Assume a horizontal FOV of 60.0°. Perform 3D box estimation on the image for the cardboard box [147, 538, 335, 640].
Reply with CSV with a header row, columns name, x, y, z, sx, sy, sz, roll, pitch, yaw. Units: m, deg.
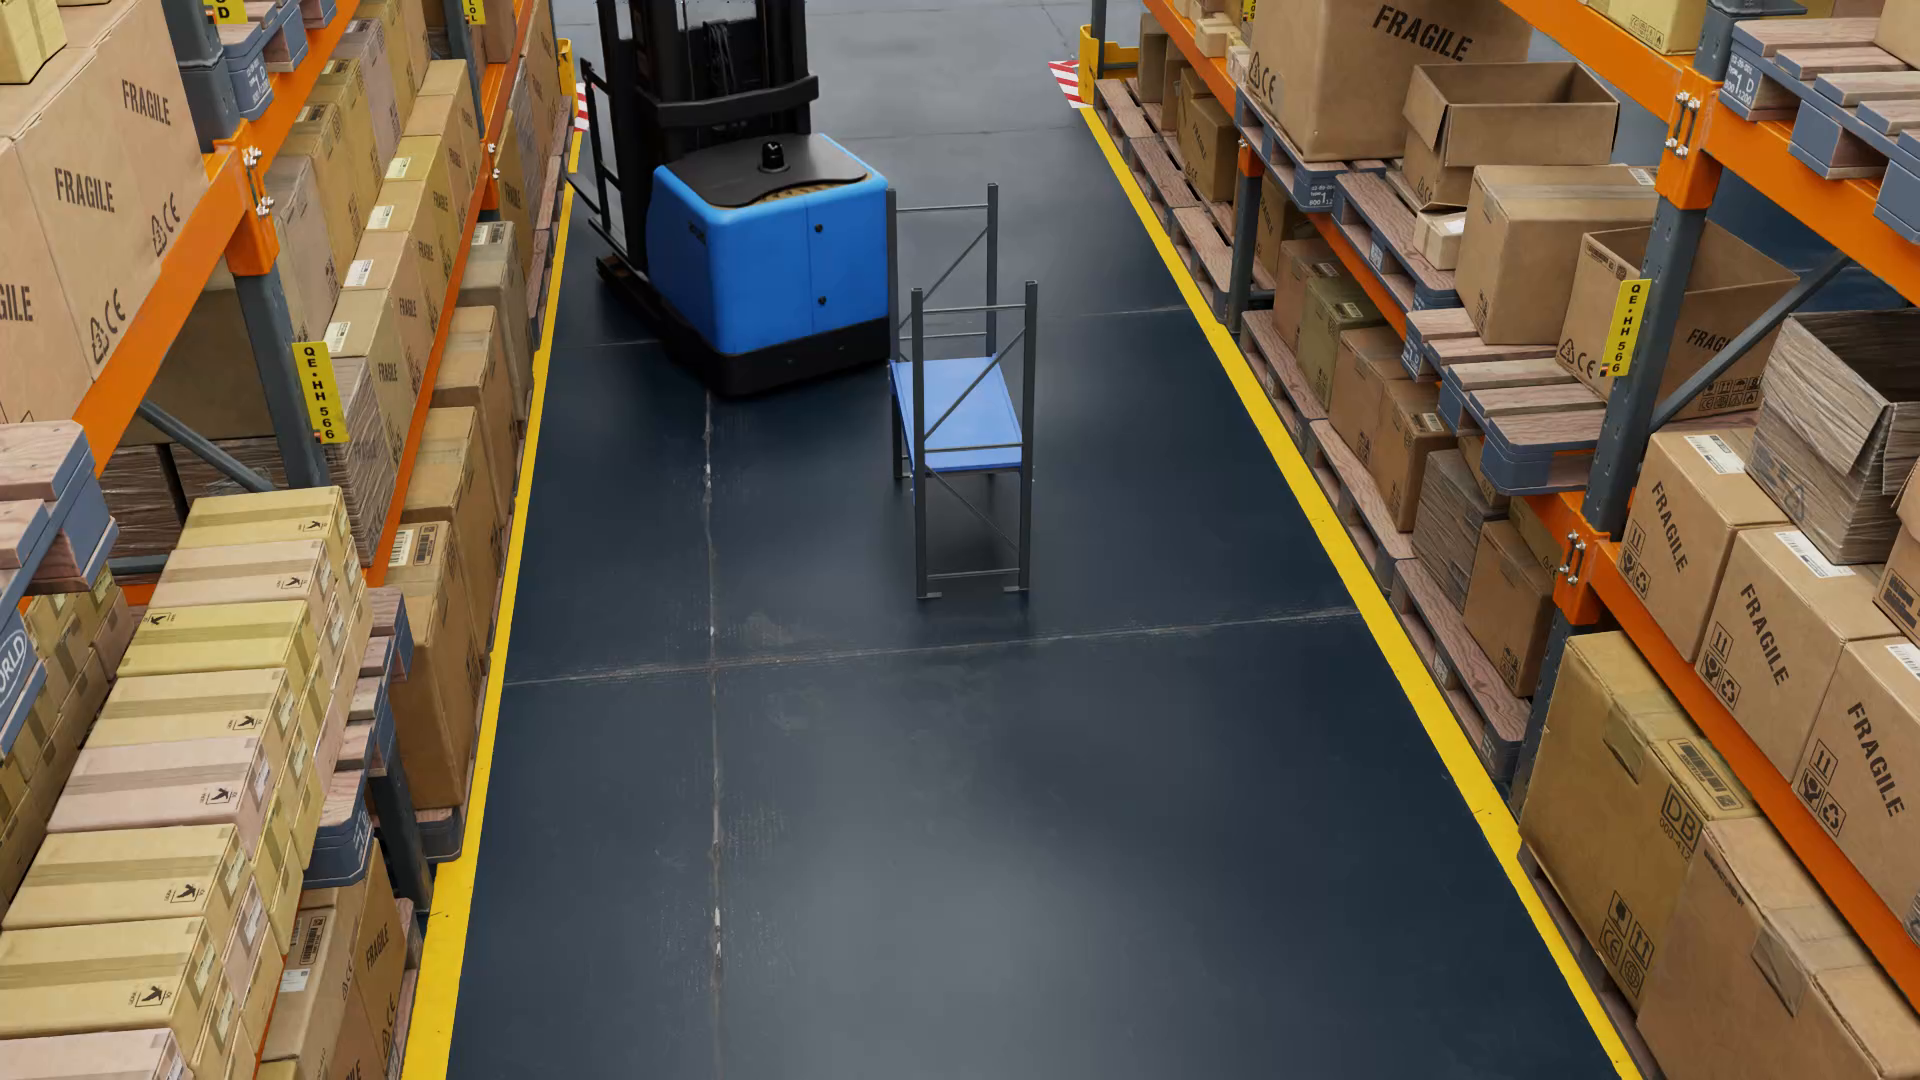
name,x,y,z,sx,sy,sz,roll,pitch,yaw
cardboard box,-1.809,0.138,4.206,0.380,0.149,0.250,-5,35,-7

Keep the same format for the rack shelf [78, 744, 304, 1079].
name,x,y,z,sx,sy,sz,roll,pitch,yaw
rack shelf,-2.092,1.488,3.542,1.077,0.370,4.000,-4,35,-6

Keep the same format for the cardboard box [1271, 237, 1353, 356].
name,x,y,z,sx,sy,sz,roll,pitch,yaw
cardboard box,2.091,-1.281,8.796,0.700,0.500,0.500,-7,35,-10

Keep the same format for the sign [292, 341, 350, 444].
name,x,y,z,sx,sy,sz,roll,pitch,yaw
sign,-1.825,-0.417,4.741,0.100,0.325,0.005,-4,35,-6

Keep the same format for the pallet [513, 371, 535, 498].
name,x,y,z,sx,sy,sz,roll,pitch,yaw
pallet,-2.721,-0.580,8.414,1.003,0.211,1.213,-4,35,-6

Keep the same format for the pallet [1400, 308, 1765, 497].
name,x,y,z,sx,sy,sz,roll,pitch,yaw
pallet,2.366,-0.555,6.071,1.213,0.211,1.003,-4,35,-6

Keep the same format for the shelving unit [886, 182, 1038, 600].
name,x,y,z,sx,sy,sz,roll,pitch,yaw
shelving unit,-0.011,-0.667,7.397,0.538,1.500,1.048,-4,35,-6

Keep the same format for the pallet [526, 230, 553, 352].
name,x,y,z,sx,sy,sz,roll,pitch,yaw
pallet,-2.924,-1.435,9.669,1.003,0.211,1.213,-4,35,-6

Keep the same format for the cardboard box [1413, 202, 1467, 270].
name,x,y,z,sx,sy,sz,roll,pitch,yaw
cardboard box,2.076,-1.273,6.700,0.396,0.266,0.258,-5,35,-8

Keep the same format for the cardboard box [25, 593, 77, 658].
name,x,y,z,sx,sy,sz,roll,pitch,yaw
cardboard box,-2.452,0.181,4.142,0.380,0.149,0.250,-5,35,-8

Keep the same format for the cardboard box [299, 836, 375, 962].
name,x,y,z,sx,sy,sz,roll,pitch,yaw
cardboard box,-2.009,0.986,4.821,0.500,0.250,0.500,-5,35,-8

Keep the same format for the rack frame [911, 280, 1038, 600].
name,x,y,z,sx,sy,sz,roll,pitch,yaw
rack frame,0.057,-0.384,6.981,0.500,1.500,0.032,-4,35,-6

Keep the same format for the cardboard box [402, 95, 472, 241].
name,x,y,z,sx,sy,sz,roll,pitch,yaw
cardboard box,-2.496,-1.646,7.413,0.500,0.500,0.500,-5,35,-7

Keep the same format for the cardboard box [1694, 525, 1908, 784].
name,x,y,z,sx,sy,sz,roll,pitch,yaw
cardboard box,2.435,0.293,4.567,0.500,0.500,0.500,-5,35,-8

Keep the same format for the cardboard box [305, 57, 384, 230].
name,x,y,z,sx,sy,sz,roll,pitch,yaw
cardboard box,-2.621,-1.485,6.288,0.700,0.500,0.500,-5,35,-7

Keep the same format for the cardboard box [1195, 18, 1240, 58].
name,x,y,z,sx,sy,sz,roll,pitch,yaw
cardboard box,1.567,-2.886,9.544,0.380,0.149,0.250,-4,35,-6

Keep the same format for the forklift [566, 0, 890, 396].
name,x,y,z,sx,sy,sz,roll,pitch,yaw
forklift,-1.525,-2.772,9.215,1.130,2.935,3.031,-18,38,-24

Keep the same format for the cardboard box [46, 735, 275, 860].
name,x,y,z,sx,sy,sz,roll,pitch,yaw
cardboard box,-1.708,0.568,3.575,0.380,0.149,0.250,-4,35,-6

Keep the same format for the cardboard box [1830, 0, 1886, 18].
name,x,y,z,sx,sy,sz,roll,pitch,yaw
cardboard box,2.756,-1.704,5.056,0.500,0.250,0.500,-4,34,-6

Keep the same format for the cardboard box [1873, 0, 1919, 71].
name,x,y,z,sx,sy,sz,roll,pitch,yaw
cardboard box,2.721,-1.365,3.962,0.797,0.503,0.637,-2,34,-4

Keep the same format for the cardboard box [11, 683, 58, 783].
name,x,y,z,sx,sy,sz,roll,pitch,yaw
cardboard box,-2.417,0.467,3.987,0.380,0.149,0.250,-5,35,-8

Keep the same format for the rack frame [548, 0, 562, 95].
name,x,y,z,sx,sy,sz,roll,pitch,yaw
rack frame,-3.437,-4.390,11.528,1.000,3.000,0.127,-4,35,-6

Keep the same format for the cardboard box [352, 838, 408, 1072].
name,x,y,z,sx,sy,sz,roll,pitch,yaw
cardboard box,-2.013,1.281,5.053,0.500,0.500,0.500,-5,35,-7

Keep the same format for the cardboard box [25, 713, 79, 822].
name,x,y,z,sx,sy,sz,roll,pitch,yaw
cardboard box,-2.428,0.570,4.100,0.380,0.149,0.250,-3,34,-4

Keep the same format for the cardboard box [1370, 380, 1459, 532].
name,x,y,z,sx,sy,sz,roll,pitch,yaw
cardboard box,2.287,-0.390,7.488,0.700,0.500,0.500,-2,34,-2

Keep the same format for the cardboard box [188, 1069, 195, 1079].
name,x,y,z,sx,sy,sz,roll,pitch,yaw
cardboard box,-1.602,1.128,3.018,0.380,0.149,0.250,-5,35,-7

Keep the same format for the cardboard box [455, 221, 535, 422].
name,x,y,z,sx,sy,sz,roll,pitch,yaw
cardboard box,-2.726,-1.062,8.269,1.050,0.750,0.750,-5,35,-7

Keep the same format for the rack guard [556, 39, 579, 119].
name,x,y,z,sx,sy,sz,roll,pitch,yaw
rack guard,-3.440,-3.370,12.251,1.175,0.500,0.348,-4,35,-6

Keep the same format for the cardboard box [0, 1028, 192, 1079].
name,x,y,z,sx,sy,sz,roll,pitch,yaw
cardboard box,-1.595,1.015,2.919,0.380,0.149,0.250,-3,34,-5

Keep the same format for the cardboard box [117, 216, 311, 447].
name,x,y,z,sx,sy,sz,roll,pitch,yaw
cardboard box,-2.412,-0.631,5.036,0.700,0.500,0.500,-5,35,-7

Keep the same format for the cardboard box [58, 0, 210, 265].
name,x,y,z,sx,sy,sz,roll,pitch,yaw
cardboard box,-2.032,-0.907,3.665,0.500,0.500,0.500,-4,35,-6

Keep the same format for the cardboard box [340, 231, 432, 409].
name,x,y,z,sx,sy,sz,roll,pitch,yaw
cardboard box,-2.292,-0.803,6.175,0.500,0.500,0.500,-4,35,-6

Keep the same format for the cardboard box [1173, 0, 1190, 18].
name,x,y,z,sx,sy,sz,roll,pitch,yaw
cardboard box,1.522,-3.309,10.165,0.380,0.149,0.250,-4,35,-6

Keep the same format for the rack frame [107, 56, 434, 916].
name,x,y,z,sx,sy,sz,roll,pitch,yaw
rack frame,-2.361,0.075,4.977,1.000,3.000,0.127,-4,35,-6

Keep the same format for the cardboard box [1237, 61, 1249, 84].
name,x,y,z,sx,sy,sz,roll,pitch,yaw
cardboard box,1.709,-2.471,8.935,0.380,0.149,0.250,-4,35,-6

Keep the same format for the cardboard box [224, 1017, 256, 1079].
name,x,y,z,sx,sy,sz,roll,pitch,yaw
cardboard box,-1.632,1.113,3.303,0.380,0.149,0.250,-6,35,-9

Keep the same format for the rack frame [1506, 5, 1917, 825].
name,x,y,z,sx,sy,sz,roll,pitch,yaw
rack frame,2.567,-0.245,5.445,1.000,3.000,0.127,-4,35,-6

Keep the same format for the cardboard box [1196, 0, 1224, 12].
name,x,y,z,sx,sy,sz,roll,pitch,yaw
cardboard box,1.831,-3.450,9.796,0.875,0.500,0.500,-4,35,-6

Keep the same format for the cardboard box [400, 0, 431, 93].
name,x,y,z,sx,sy,sz,roll,pitch,yaw
cardboard box,-2.826,-2.335,7.537,0.700,0.500,0.500,-5,35,-7

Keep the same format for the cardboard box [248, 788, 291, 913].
name,x,y,z,sx,sy,sz,roll,pitch,yaw
cardboard box,-1.703,0.697,3.649,0.380,0.149,0.250,-5,35,-7

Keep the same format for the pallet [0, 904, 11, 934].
name,x,y,z,sx,sy,sz,roll,pitch,yaw
pallet,-2.054,1.255,3.415,1.003,0.211,1.213,-4,35,-6

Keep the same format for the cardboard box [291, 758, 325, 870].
name,x,y,z,sx,sy,sz,roll,pitch,yaw
cardboard box,-1.743,0.667,3.958,0.380,0.149,0.250,-5,35,-7

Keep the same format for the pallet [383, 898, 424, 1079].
name,x,y,z,sx,sy,sz,roll,pitch,yaw
pallet,-2.257,1.663,5.122,1.003,0.211,1.213,-4,35,-6

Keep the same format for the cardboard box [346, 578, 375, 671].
name,x,y,z,sx,sy,sz,roll,pitch,yaw
cardboard box,-1.839,0.245,4.577,0.380,0.149,0.250,-4,34,-6

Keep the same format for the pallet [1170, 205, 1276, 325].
name,x,y,z,sx,sy,sz,roll,pitch,yaw
pallet,1.904,-1.697,10.052,1.003,0.211,1.213,-4,35,-6

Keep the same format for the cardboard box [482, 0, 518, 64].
name,x,y,z,sx,sy,sz,roll,pitch,yaw
cardboard box,-3.013,-3.040,9.414,0.875,0.550,0.550,-4,35,-6

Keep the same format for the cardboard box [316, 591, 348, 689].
name,x,y,z,sx,sy,sz,roll,pitch,yaw
cardboard box,-1.806,0.272,4.273,0.380,0.149,0.250,-3,34,-5

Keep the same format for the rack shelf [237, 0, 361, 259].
name,x,y,z,sx,sy,sz,roll,pitch,yaw
rack shelf,-2.630,-1.984,5.972,1.077,0.370,4.000,-4,35,-6

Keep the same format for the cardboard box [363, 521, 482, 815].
name,x,y,z,sx,sy,sz,roll,pitch,yaw
cardboard box,-2.354,0.484,6.001,1.050,0.750,0.750,-5,35,-7

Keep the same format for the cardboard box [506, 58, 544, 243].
name,x,y,z,sx,sy,sz,roll,pitch,yaw
cardboard box,-3.039,-2.312,9.993,0.875,0.875,0.875,-4,34,-6

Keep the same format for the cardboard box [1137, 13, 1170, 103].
name,x,y,z,sx,sy,sz,roll,pitch,yaw
cardboard box,1.559,-3.500,12.069,0.500,0.500,0.500,2,34,2

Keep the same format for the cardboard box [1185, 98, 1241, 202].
name,x,y,z,sx,sy,sz,roll,pitch,yaw
cardboard box,1.769,-2.503,10.606,0.500,0.500,0.500,-7,35,-11

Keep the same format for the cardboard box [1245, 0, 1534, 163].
name,x,y,z,sx,sy,sz,roll,pitch,yaw
cardboard box,1.998,-2.444,7.767,1.000,1.000,1.000,-4,34,-6

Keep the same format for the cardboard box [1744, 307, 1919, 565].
name,x,y,z,sx,sy,sz,roll,pitch,yaw
cardboard box,2.650,-0.291,4.534,0.797,0.503,0.637,-3,34,-5

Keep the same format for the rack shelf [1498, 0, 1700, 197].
name,x,y,z,sx,sy,sz,roll,pitch,yaw
rack shelf,2.299,-2.303,6.441,1.077,0.370,4.000,-4,35,-6

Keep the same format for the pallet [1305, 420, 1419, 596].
name,x,y,z,sx,sy,sz,roll,pitch,yaw
pallet,2.303,-0.208,7.868,1.003,0.211,1.213,-4,35,-6
